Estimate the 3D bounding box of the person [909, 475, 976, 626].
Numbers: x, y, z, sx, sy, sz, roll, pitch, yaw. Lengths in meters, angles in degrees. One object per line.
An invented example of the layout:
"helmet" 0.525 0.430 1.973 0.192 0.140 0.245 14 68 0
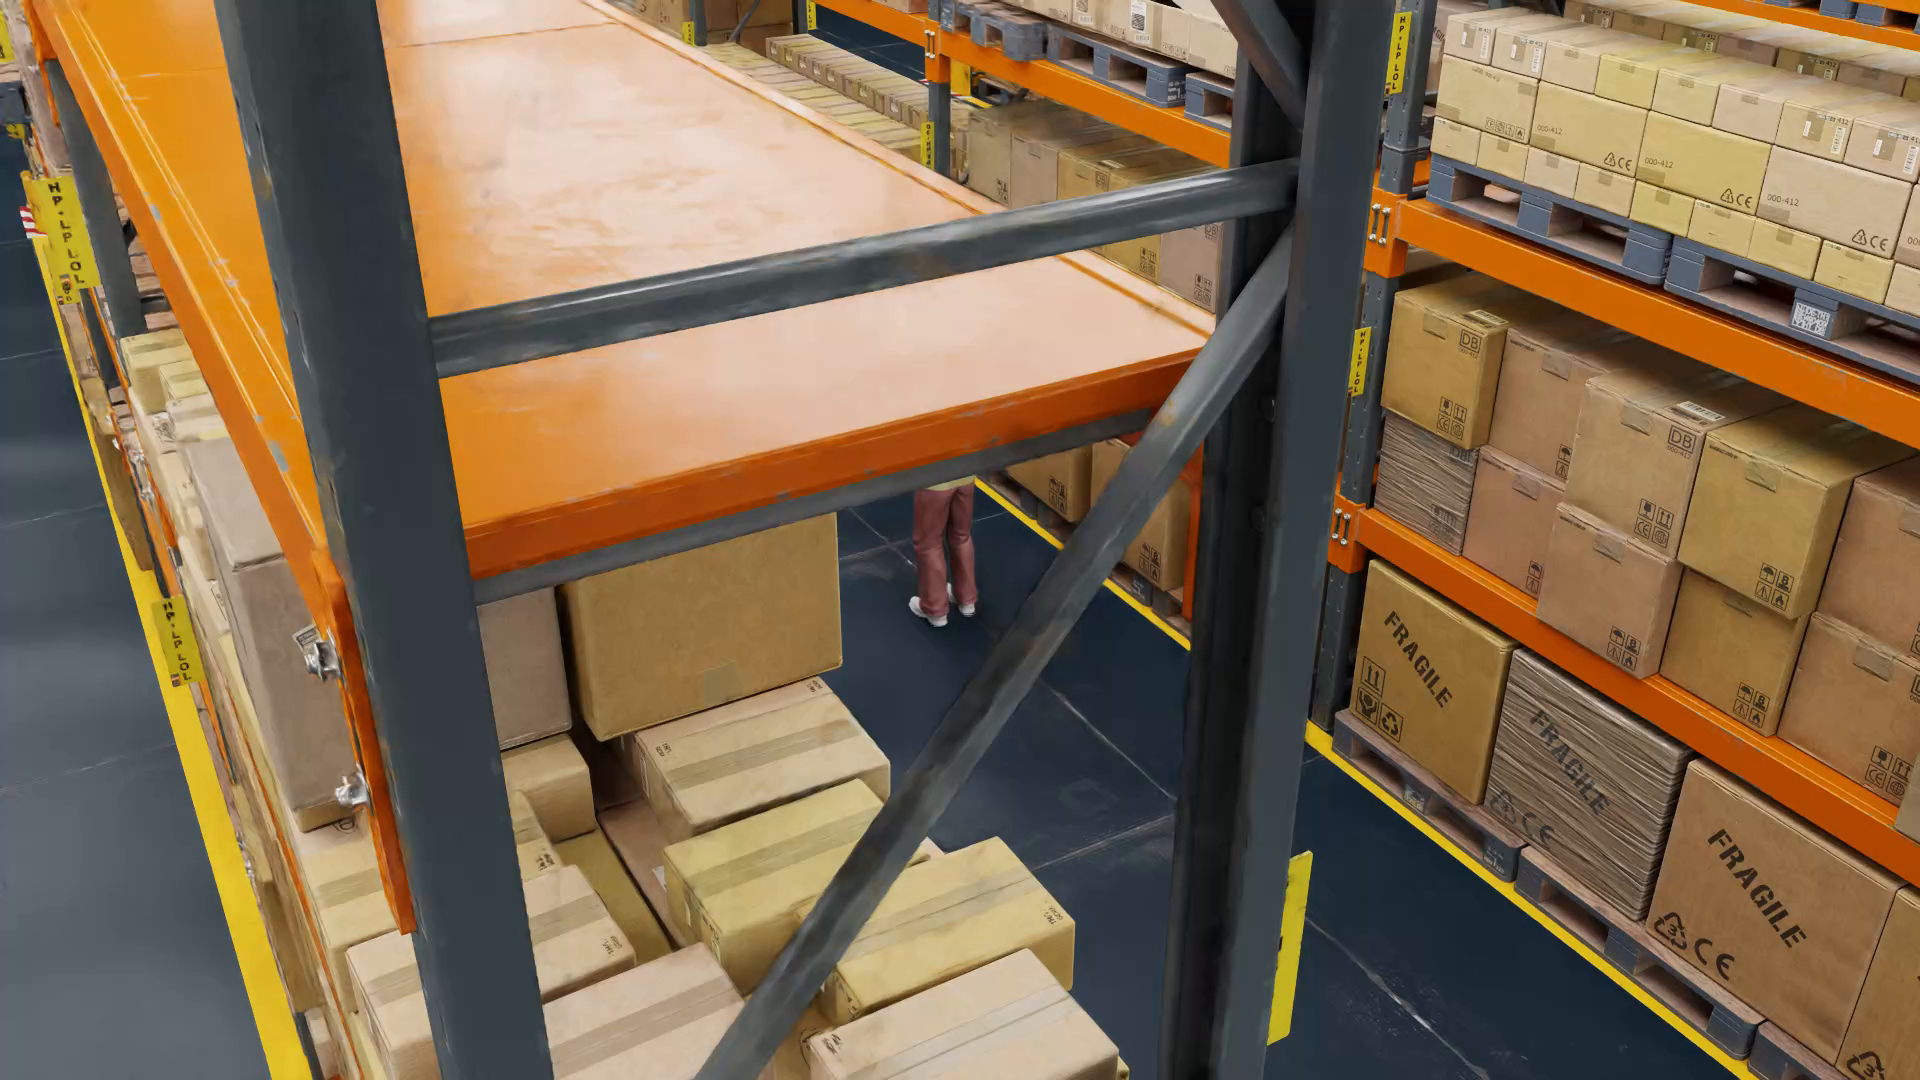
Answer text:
"person" -0.126 -0.321 9.136 0.457 1.672 0.537 -24 37 -36
